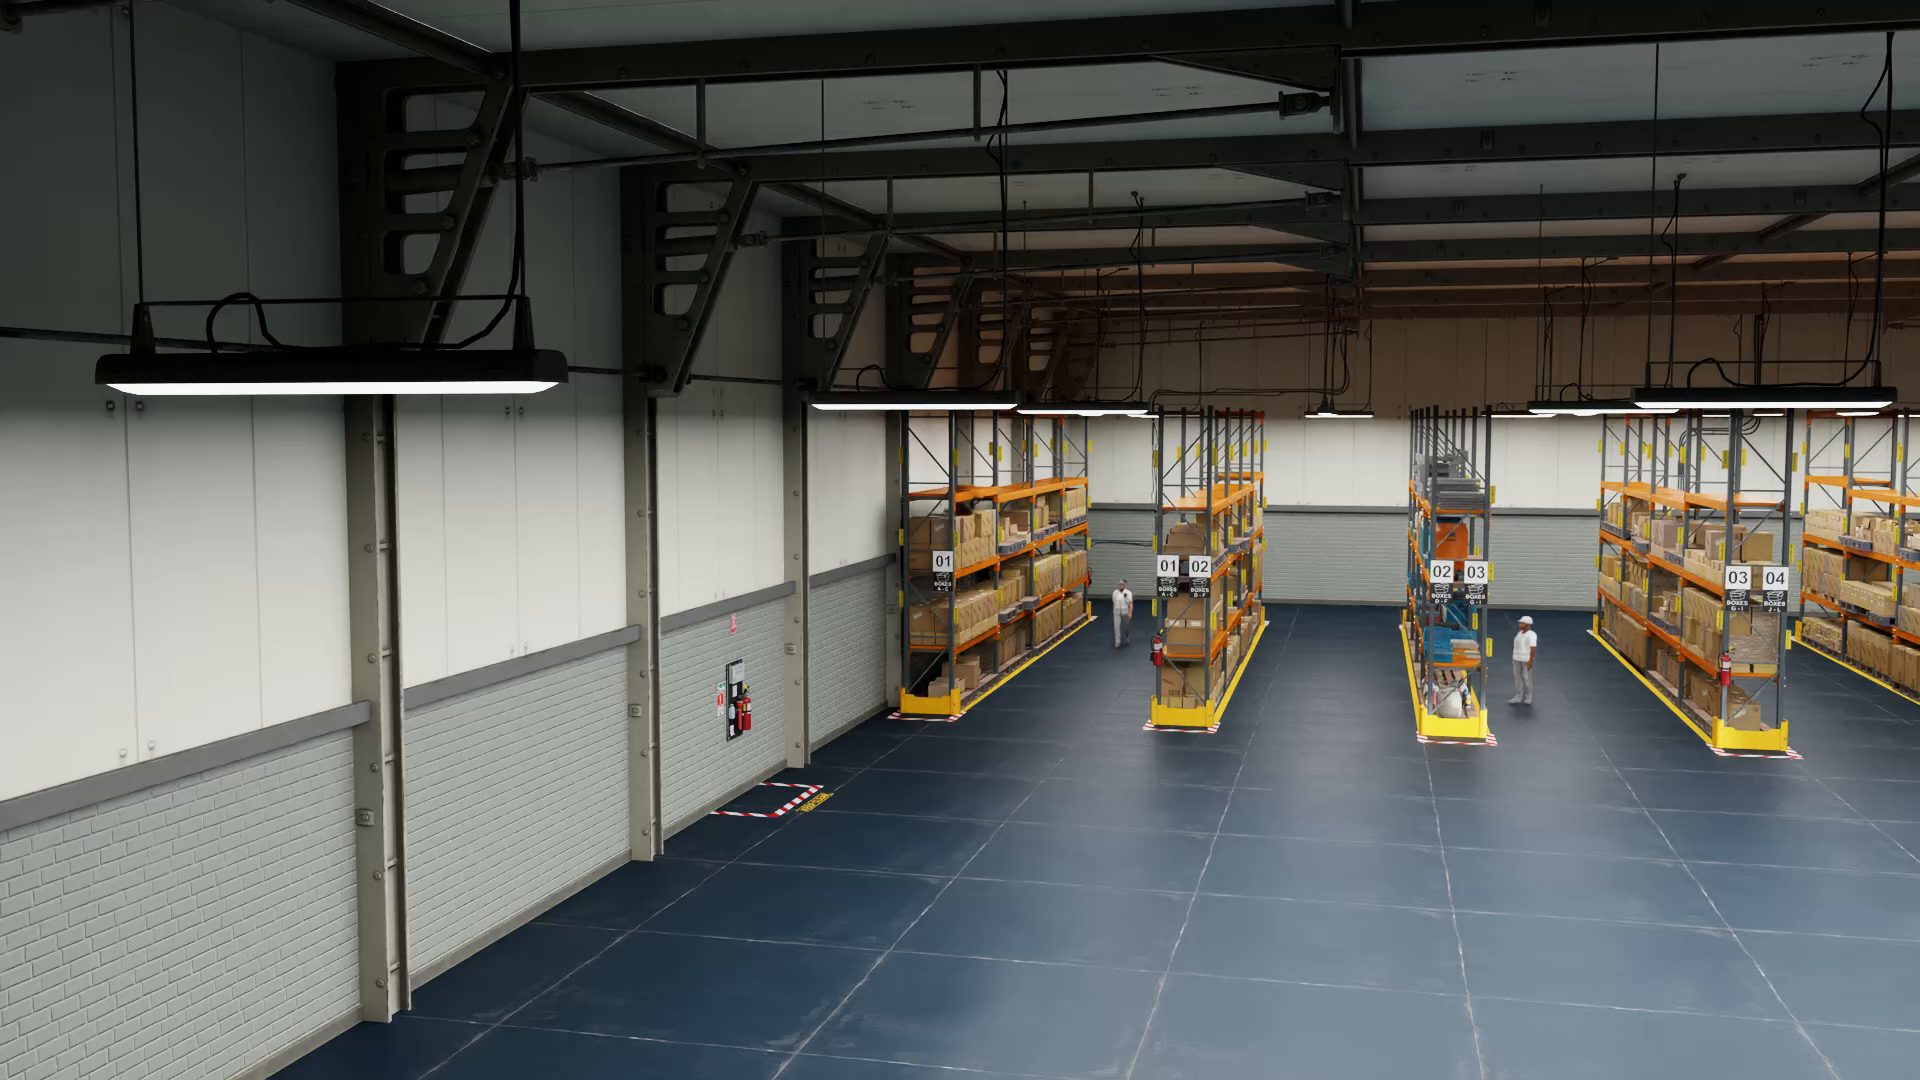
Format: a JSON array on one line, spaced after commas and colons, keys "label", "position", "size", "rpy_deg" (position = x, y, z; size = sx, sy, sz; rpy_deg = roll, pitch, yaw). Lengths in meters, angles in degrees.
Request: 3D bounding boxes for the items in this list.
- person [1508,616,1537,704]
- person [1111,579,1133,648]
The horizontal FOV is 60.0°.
[{"label": "person", "position": [11.422, 2.427, 33.658], "size": [0.434, 1.768, 0.578], "rpy_deg": [-3, 5, -35]}, {"label": "person", "position": [4.094, 1.842, 42.099], "size": [0.578, 1.727, 1.086], "rpy_deg": [1, 4, 10]}]
